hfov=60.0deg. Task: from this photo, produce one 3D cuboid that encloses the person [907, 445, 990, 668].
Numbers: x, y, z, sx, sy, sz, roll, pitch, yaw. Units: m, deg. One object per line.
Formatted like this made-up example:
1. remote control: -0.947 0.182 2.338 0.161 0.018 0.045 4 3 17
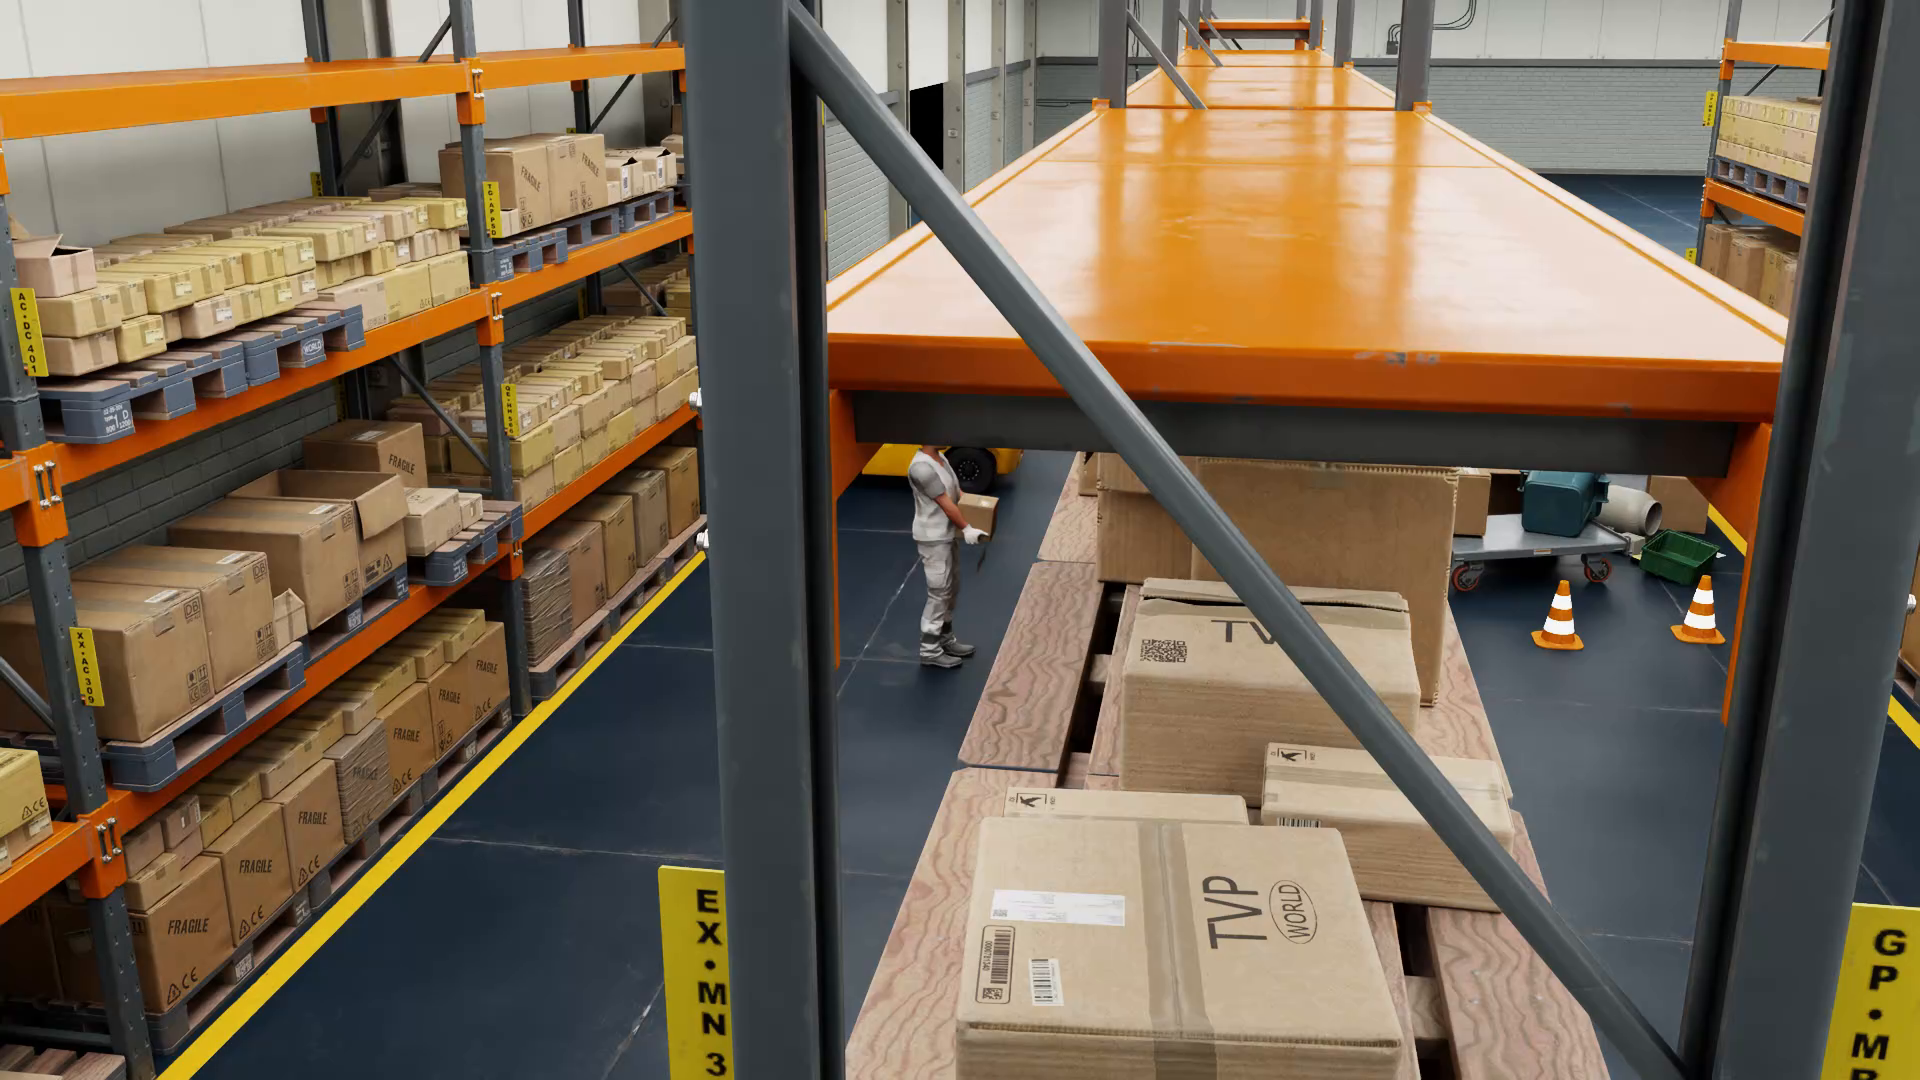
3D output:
1. person: -0.057 -0.006 11.543 0.573 1.782 0.494 3 18 9
